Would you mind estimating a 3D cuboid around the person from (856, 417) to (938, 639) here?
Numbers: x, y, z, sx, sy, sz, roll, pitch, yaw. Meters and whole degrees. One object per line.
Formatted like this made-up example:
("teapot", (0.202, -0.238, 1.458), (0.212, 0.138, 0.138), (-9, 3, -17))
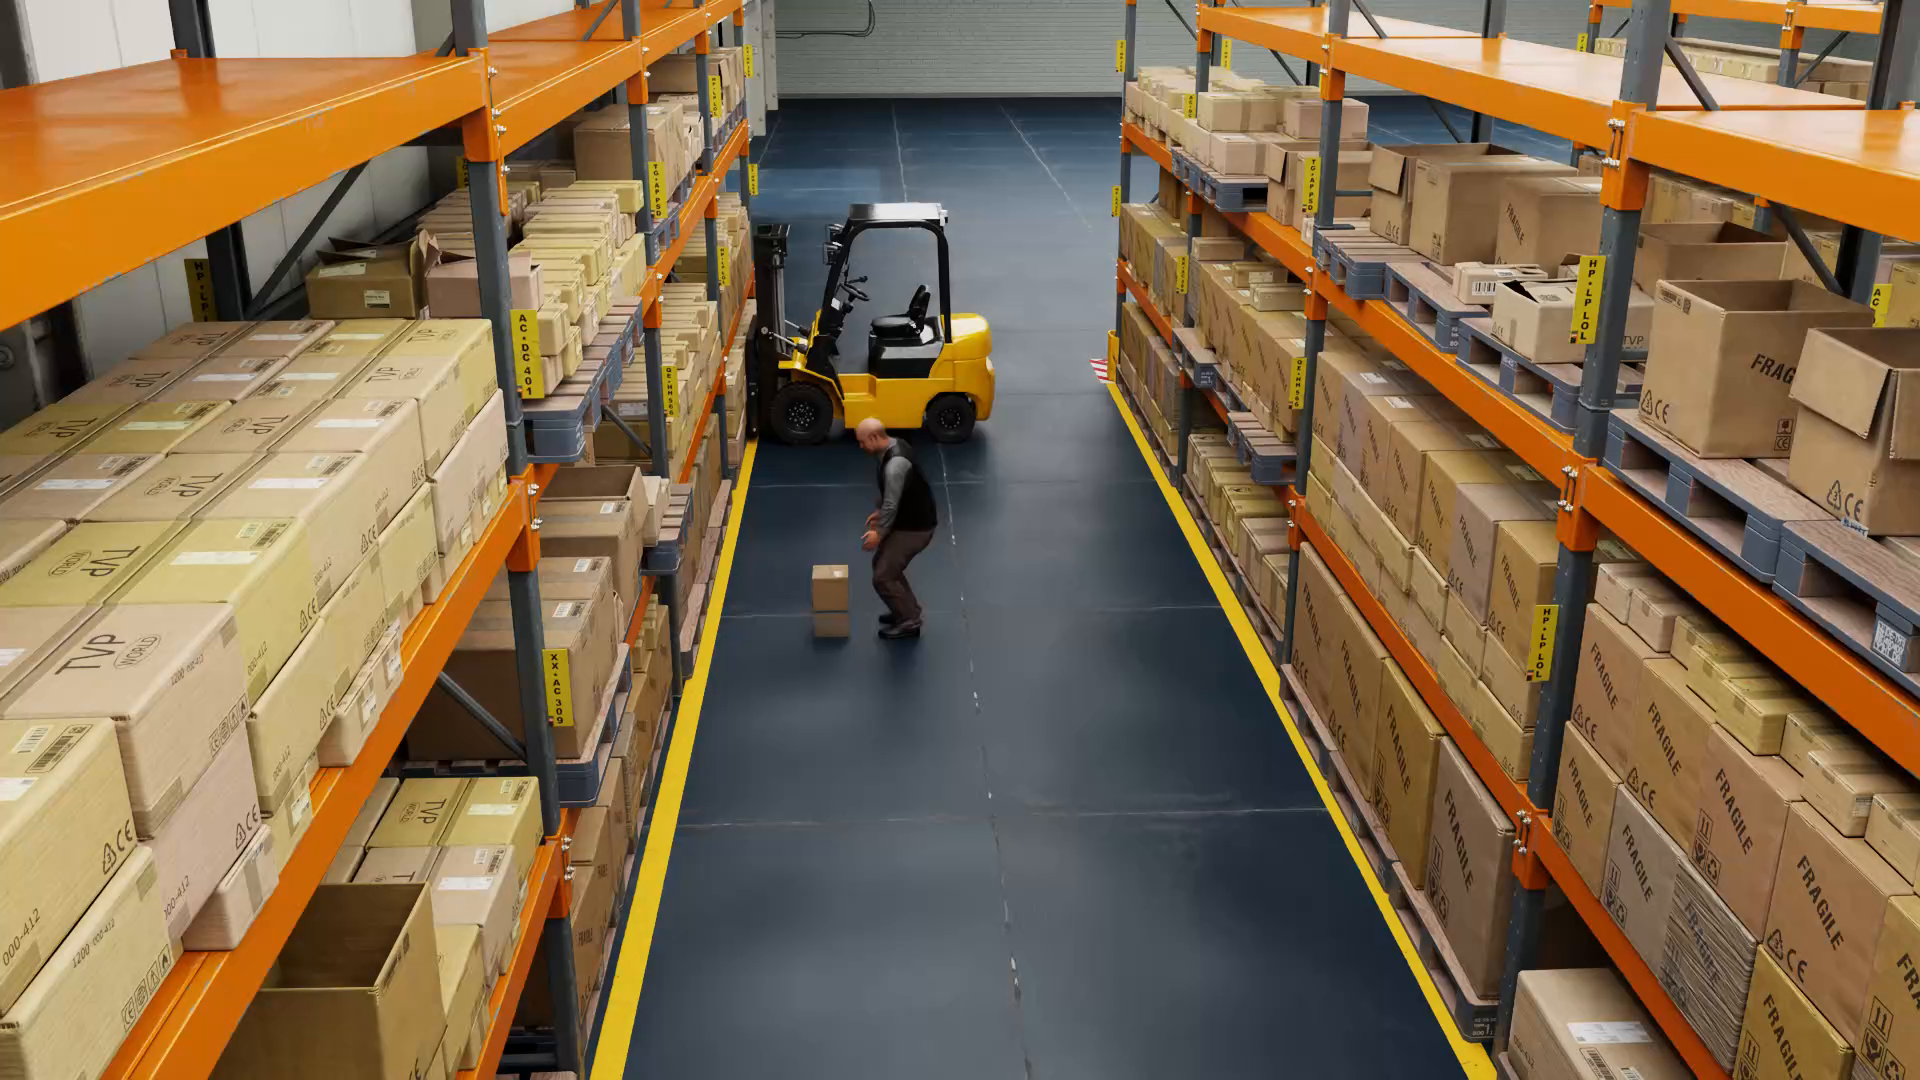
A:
("person", (-0.433, -0.091, 11.578), (0.555, 1.581, 0.581), (-1, 20, -2))
